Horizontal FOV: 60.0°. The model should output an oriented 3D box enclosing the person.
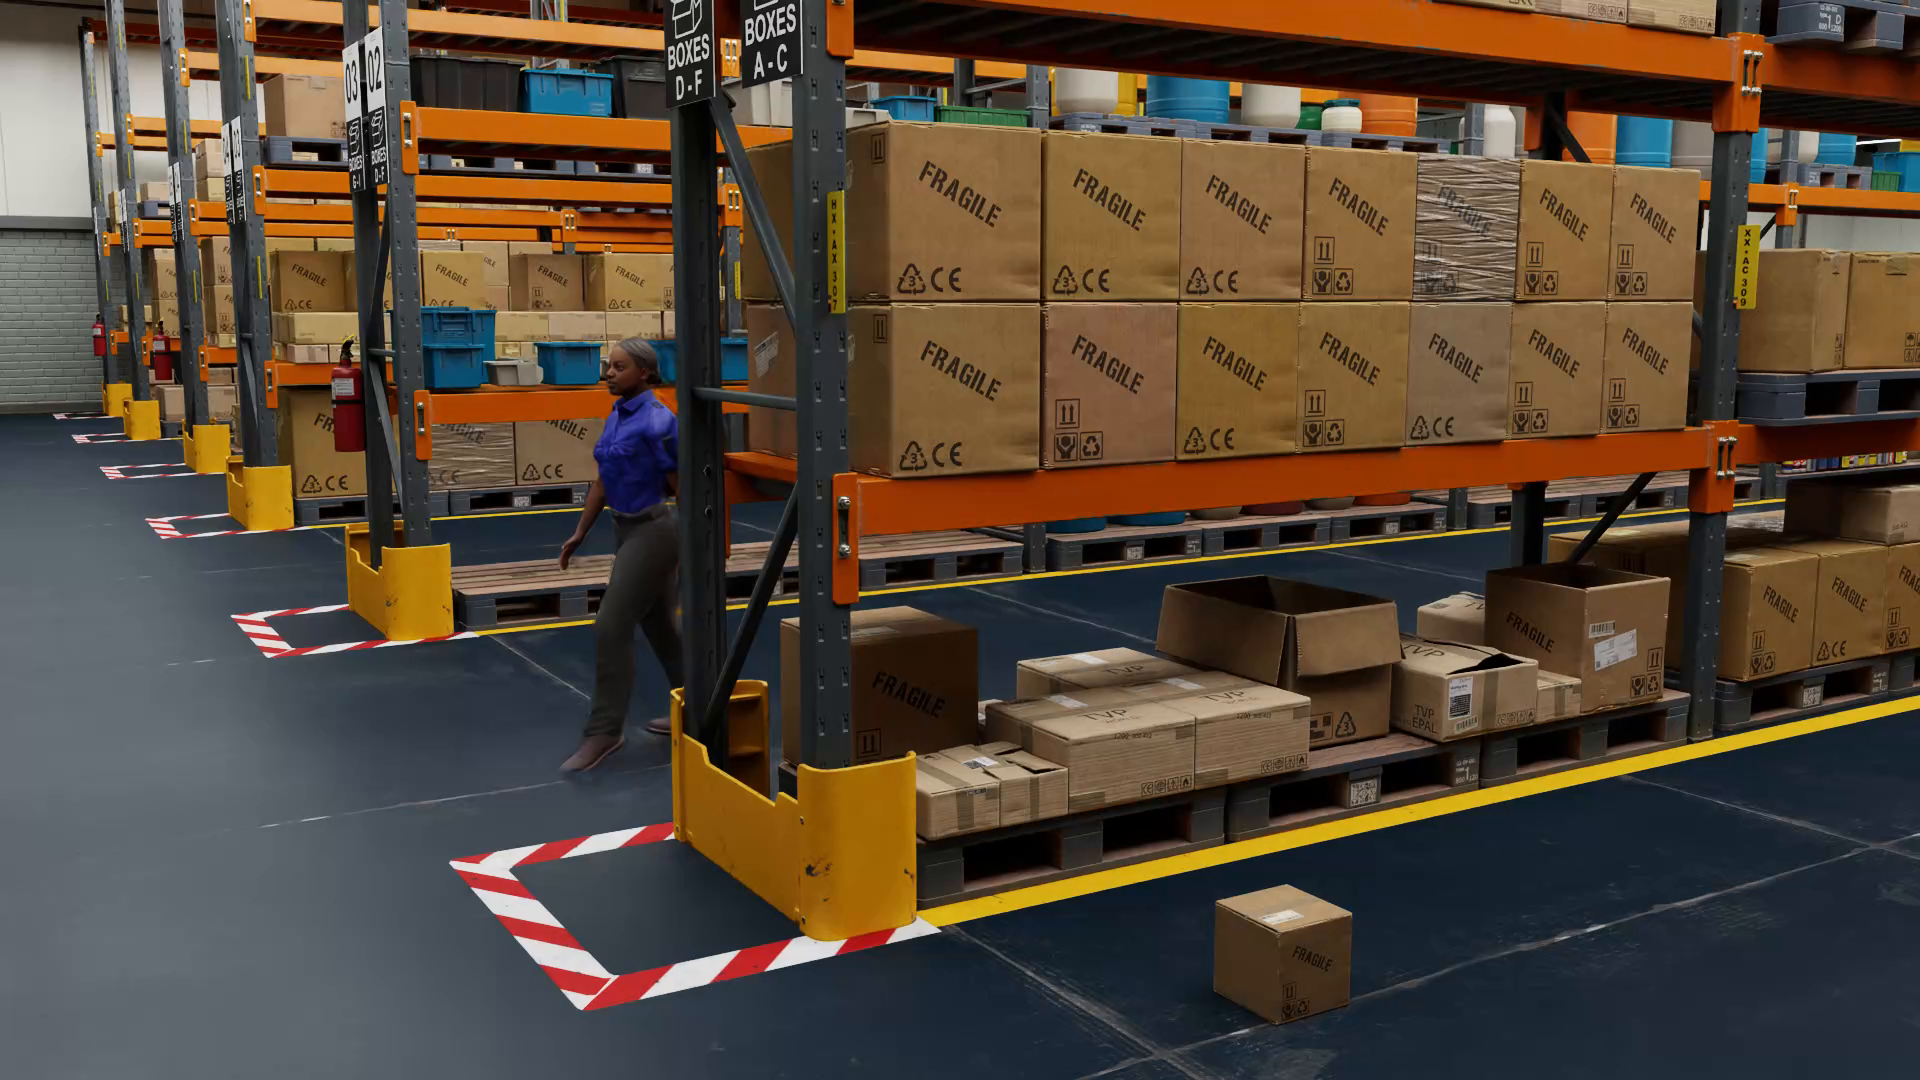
[{"bbox_3d":[-1.303,0.051,6.612,0.730,1.700,0.449,-5,10,-31],"label":"person"}]
